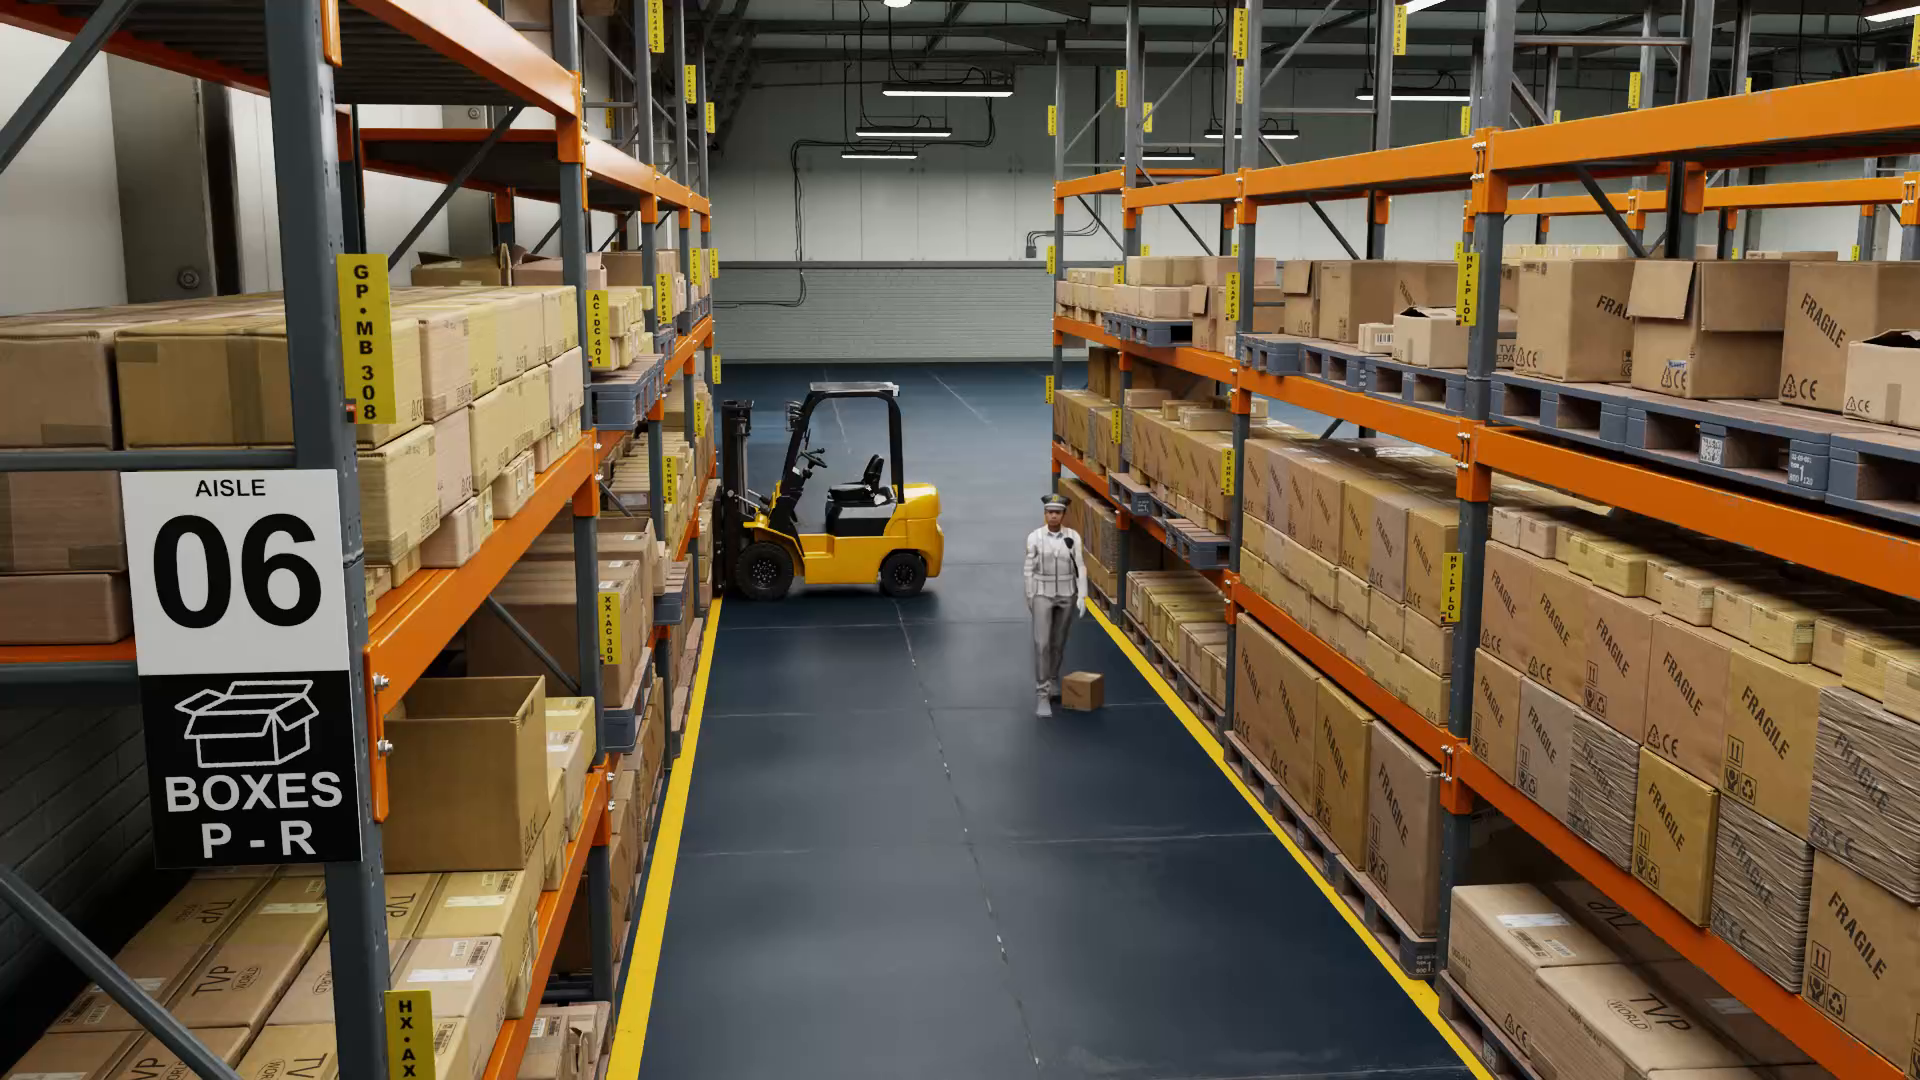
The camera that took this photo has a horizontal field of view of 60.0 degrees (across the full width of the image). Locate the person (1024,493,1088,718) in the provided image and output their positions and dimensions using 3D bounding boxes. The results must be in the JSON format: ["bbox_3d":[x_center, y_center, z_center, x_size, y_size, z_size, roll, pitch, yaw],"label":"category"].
[{"bbox_3d":[0.767,0.490,13.116,0.486,1.721,0.749,-1,10,-6],"label":"person"}]
